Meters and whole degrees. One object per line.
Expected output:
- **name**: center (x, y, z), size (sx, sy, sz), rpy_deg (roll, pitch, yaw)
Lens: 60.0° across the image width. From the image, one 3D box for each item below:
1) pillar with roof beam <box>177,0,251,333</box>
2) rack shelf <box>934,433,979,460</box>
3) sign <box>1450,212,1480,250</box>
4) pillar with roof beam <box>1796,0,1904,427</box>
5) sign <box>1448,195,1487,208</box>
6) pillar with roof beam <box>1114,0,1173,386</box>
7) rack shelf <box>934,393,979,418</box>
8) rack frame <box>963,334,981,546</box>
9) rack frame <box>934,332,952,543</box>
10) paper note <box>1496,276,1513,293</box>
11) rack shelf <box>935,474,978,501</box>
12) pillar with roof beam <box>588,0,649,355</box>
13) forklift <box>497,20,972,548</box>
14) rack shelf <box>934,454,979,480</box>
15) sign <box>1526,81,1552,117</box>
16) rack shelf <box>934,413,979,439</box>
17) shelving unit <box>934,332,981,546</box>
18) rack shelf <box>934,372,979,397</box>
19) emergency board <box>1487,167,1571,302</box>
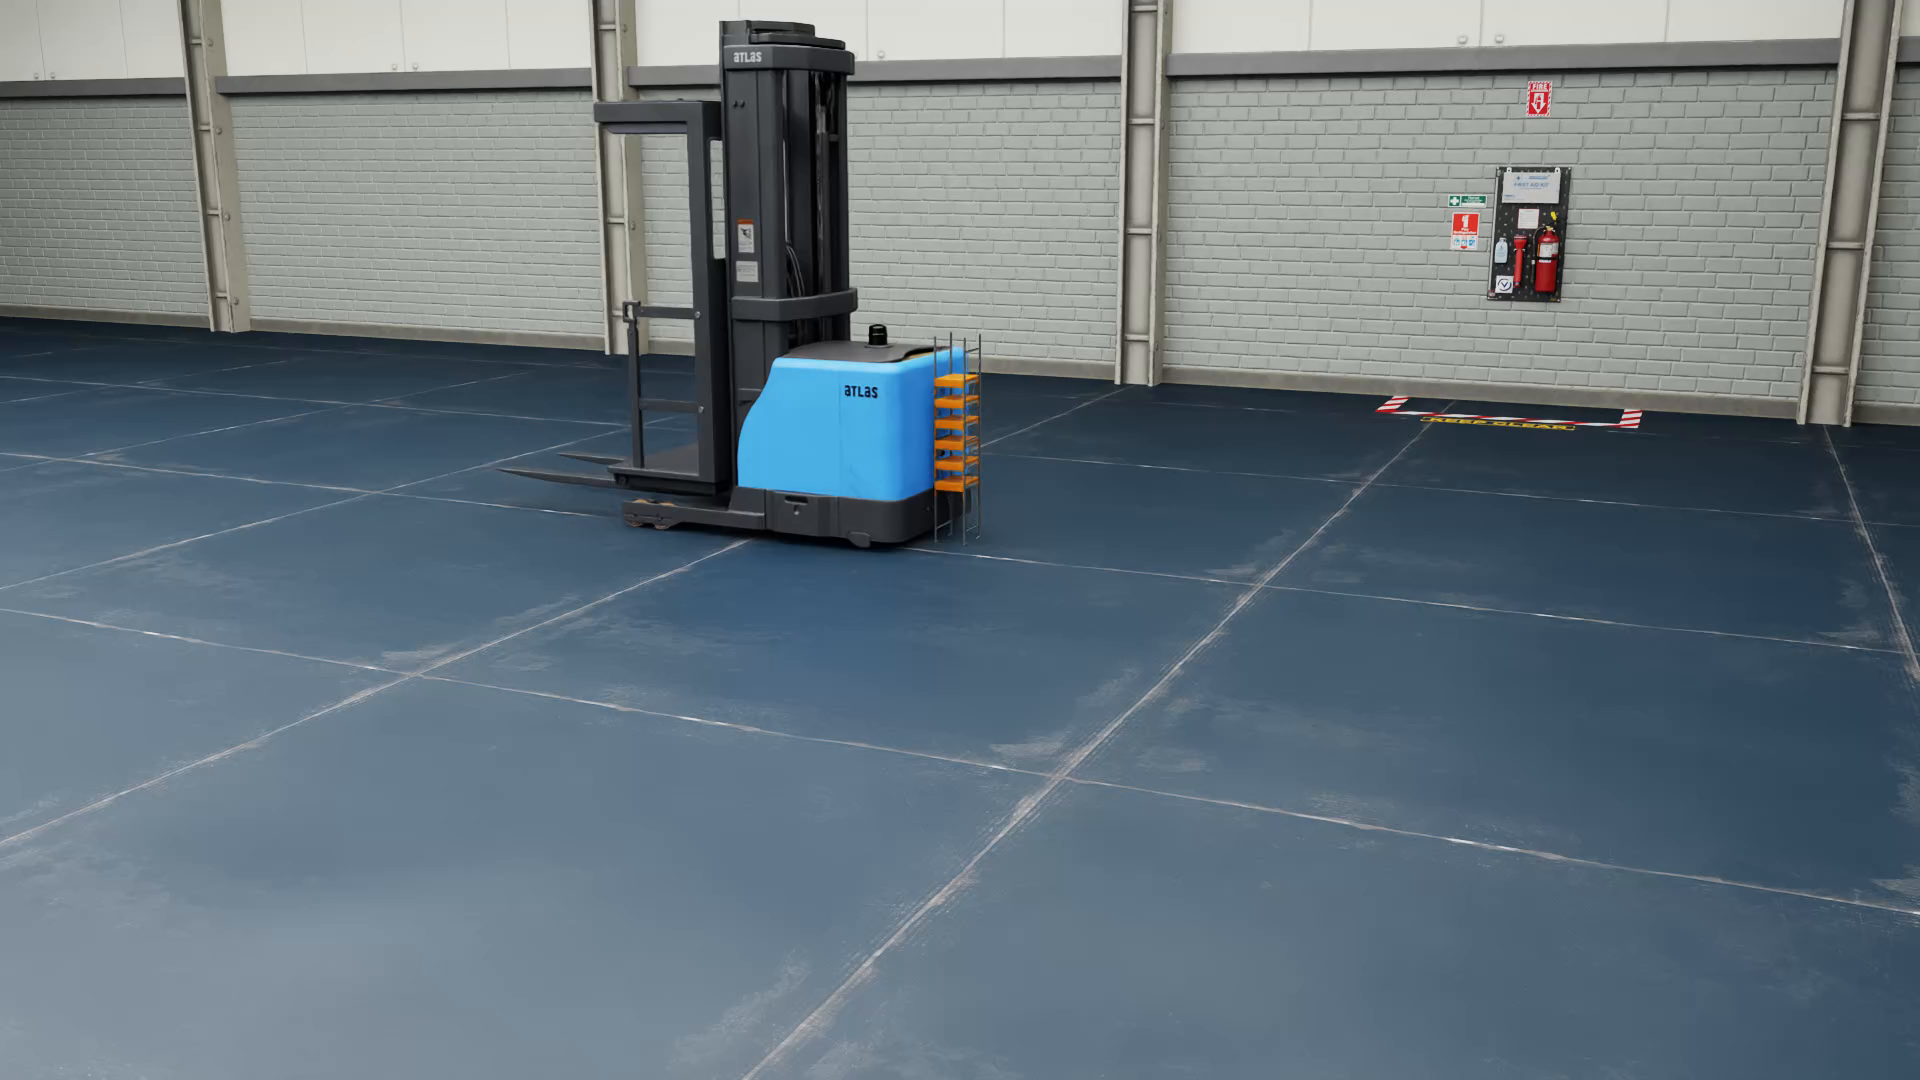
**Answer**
- **pillar with roof beam**: center (-10.963, -6.131, 16.185), size (0.400, 9.000, 9.100), rpy_deg (6, 14, 23)
- **rack shelf**: center (-0.013, -0.542, 9.634), size (0.180, 0.103, 0.258), rpy_deg (6, 14, 23)
- **sign**: center (4.531, -2.771, 14.919), size (0.234, 0.329, 0.001), rpy_deg (6, 14, 23)
- **pillar with roof beam**: center (5.495, -4.466, 9.087), size (0.400, 9.000, 9.100), rpy_deg (6, 14, 23)
- **sign**: center (4.531, -3.026, 14.848), size (0.331, 0.109, 0.001), rpy_deg (6, 14, 23)
- **pillar with roof beam**: center (0.009, -5.021, 11.453), size (0.400, 9.000, 9.100), rpy_deg (6, 14, 23)
- **rack shelf**: center (-0.013, -0.776, 9.579), size (0.180, 0.103, 0.258), rpy_deg (6, 14, 23)
- **rack frame**: center (0.070, -0.577, 9.587), size (0.006, 1.200, 0.240), rpy_deg (6, 14, 23)
- **rack frame**: center (-0.097, -0.594, 9.660), size (0.006, 1.200, 0.240), rpy_deg (6, 14, 23)
- **paper note**: center (4.861, -2.283, 14.845), size (0.142, 0.148, 0.016), rpy_deg (6, 14, 23)
- **rack shelf**: center (-0.013, -0.309, 9.688), size (0.180, 0.103, 0.258), rpy_deg (6, 14, 23)
- **pillar with roof beam**: center (-5.477, -5.576, 13.819), size (0.400, 9.000, 9.100), rpy_deg (6, 14, 23)
- **forklift**: center (-1.486, -1.589, 10.111), size (3.031, 2.935, 1.130), rpy_deg (6, 15, 25)
- **rack shelf**: center (-0.013, -0.425, 9.661), size (0.180, 0.103, 0.258), rpy_deg (6, 14, 23)
- **sign**: center (5.027, -3.831, 14.440), size (0.199, 0.298, 0.001), rpy_deg (6, 14, 23)
- **rack shelf**: center (-0.013, -0.659, 9.606), size (0.180, 0.103, 0.258), rpy_deg (6, 14, 23)
- **shelving unit**: center (-0.013, -0.585, 9.623), size (0.189, 1.200, 0.258), rpy_deg (6, 14, 23)
- **rack shelf**: center (-0.013, -0.893, 9.551), size (0.180, 0.103, 0.258), rpy_deg (6, 14, 23)
- **emergency board**: center (4.994, -2.681, 14.613), size (0.643, 1.169, 0.194), rpy_deg (6, 14, 23)
